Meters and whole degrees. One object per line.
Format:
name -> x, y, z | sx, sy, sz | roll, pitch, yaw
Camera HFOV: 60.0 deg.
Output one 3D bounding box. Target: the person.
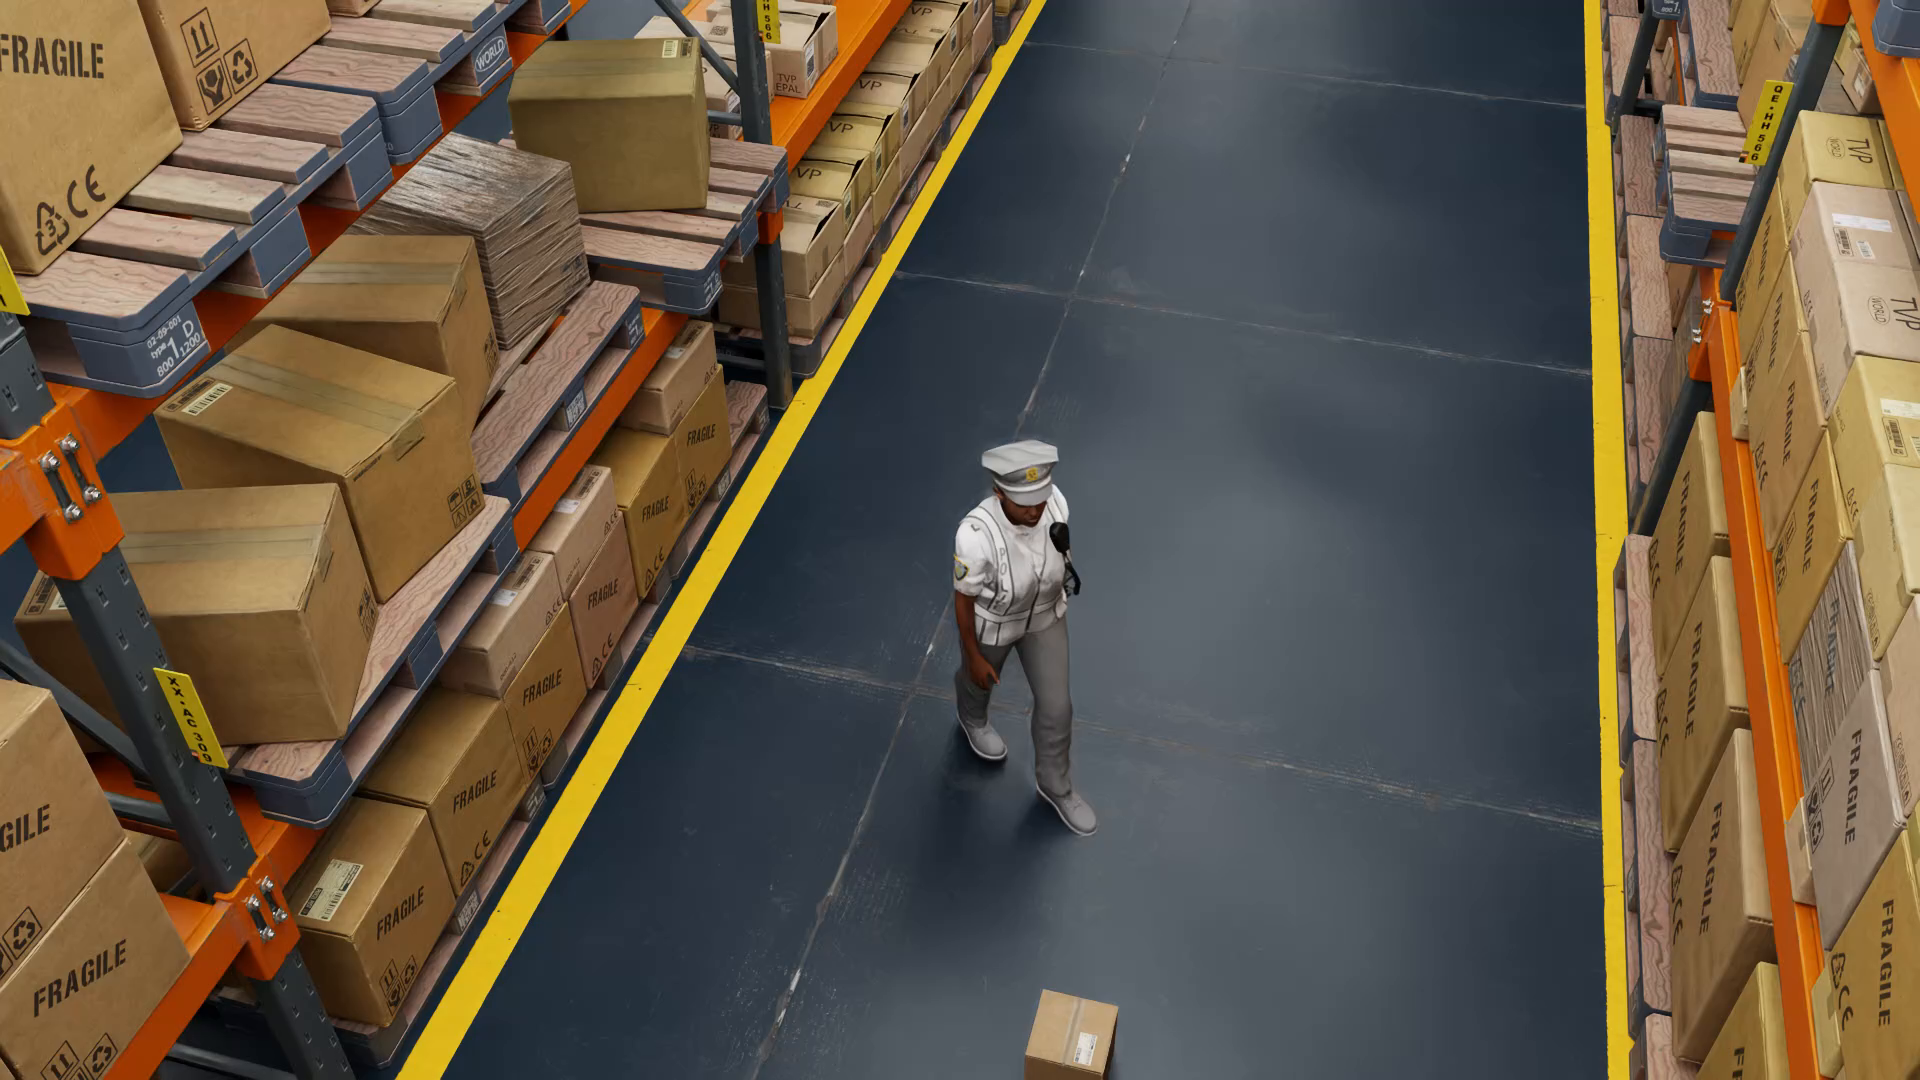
person -> 0.181, 0.298, 5.814 | 0.469, 1.685, 0.726 | -17, 44, -18
